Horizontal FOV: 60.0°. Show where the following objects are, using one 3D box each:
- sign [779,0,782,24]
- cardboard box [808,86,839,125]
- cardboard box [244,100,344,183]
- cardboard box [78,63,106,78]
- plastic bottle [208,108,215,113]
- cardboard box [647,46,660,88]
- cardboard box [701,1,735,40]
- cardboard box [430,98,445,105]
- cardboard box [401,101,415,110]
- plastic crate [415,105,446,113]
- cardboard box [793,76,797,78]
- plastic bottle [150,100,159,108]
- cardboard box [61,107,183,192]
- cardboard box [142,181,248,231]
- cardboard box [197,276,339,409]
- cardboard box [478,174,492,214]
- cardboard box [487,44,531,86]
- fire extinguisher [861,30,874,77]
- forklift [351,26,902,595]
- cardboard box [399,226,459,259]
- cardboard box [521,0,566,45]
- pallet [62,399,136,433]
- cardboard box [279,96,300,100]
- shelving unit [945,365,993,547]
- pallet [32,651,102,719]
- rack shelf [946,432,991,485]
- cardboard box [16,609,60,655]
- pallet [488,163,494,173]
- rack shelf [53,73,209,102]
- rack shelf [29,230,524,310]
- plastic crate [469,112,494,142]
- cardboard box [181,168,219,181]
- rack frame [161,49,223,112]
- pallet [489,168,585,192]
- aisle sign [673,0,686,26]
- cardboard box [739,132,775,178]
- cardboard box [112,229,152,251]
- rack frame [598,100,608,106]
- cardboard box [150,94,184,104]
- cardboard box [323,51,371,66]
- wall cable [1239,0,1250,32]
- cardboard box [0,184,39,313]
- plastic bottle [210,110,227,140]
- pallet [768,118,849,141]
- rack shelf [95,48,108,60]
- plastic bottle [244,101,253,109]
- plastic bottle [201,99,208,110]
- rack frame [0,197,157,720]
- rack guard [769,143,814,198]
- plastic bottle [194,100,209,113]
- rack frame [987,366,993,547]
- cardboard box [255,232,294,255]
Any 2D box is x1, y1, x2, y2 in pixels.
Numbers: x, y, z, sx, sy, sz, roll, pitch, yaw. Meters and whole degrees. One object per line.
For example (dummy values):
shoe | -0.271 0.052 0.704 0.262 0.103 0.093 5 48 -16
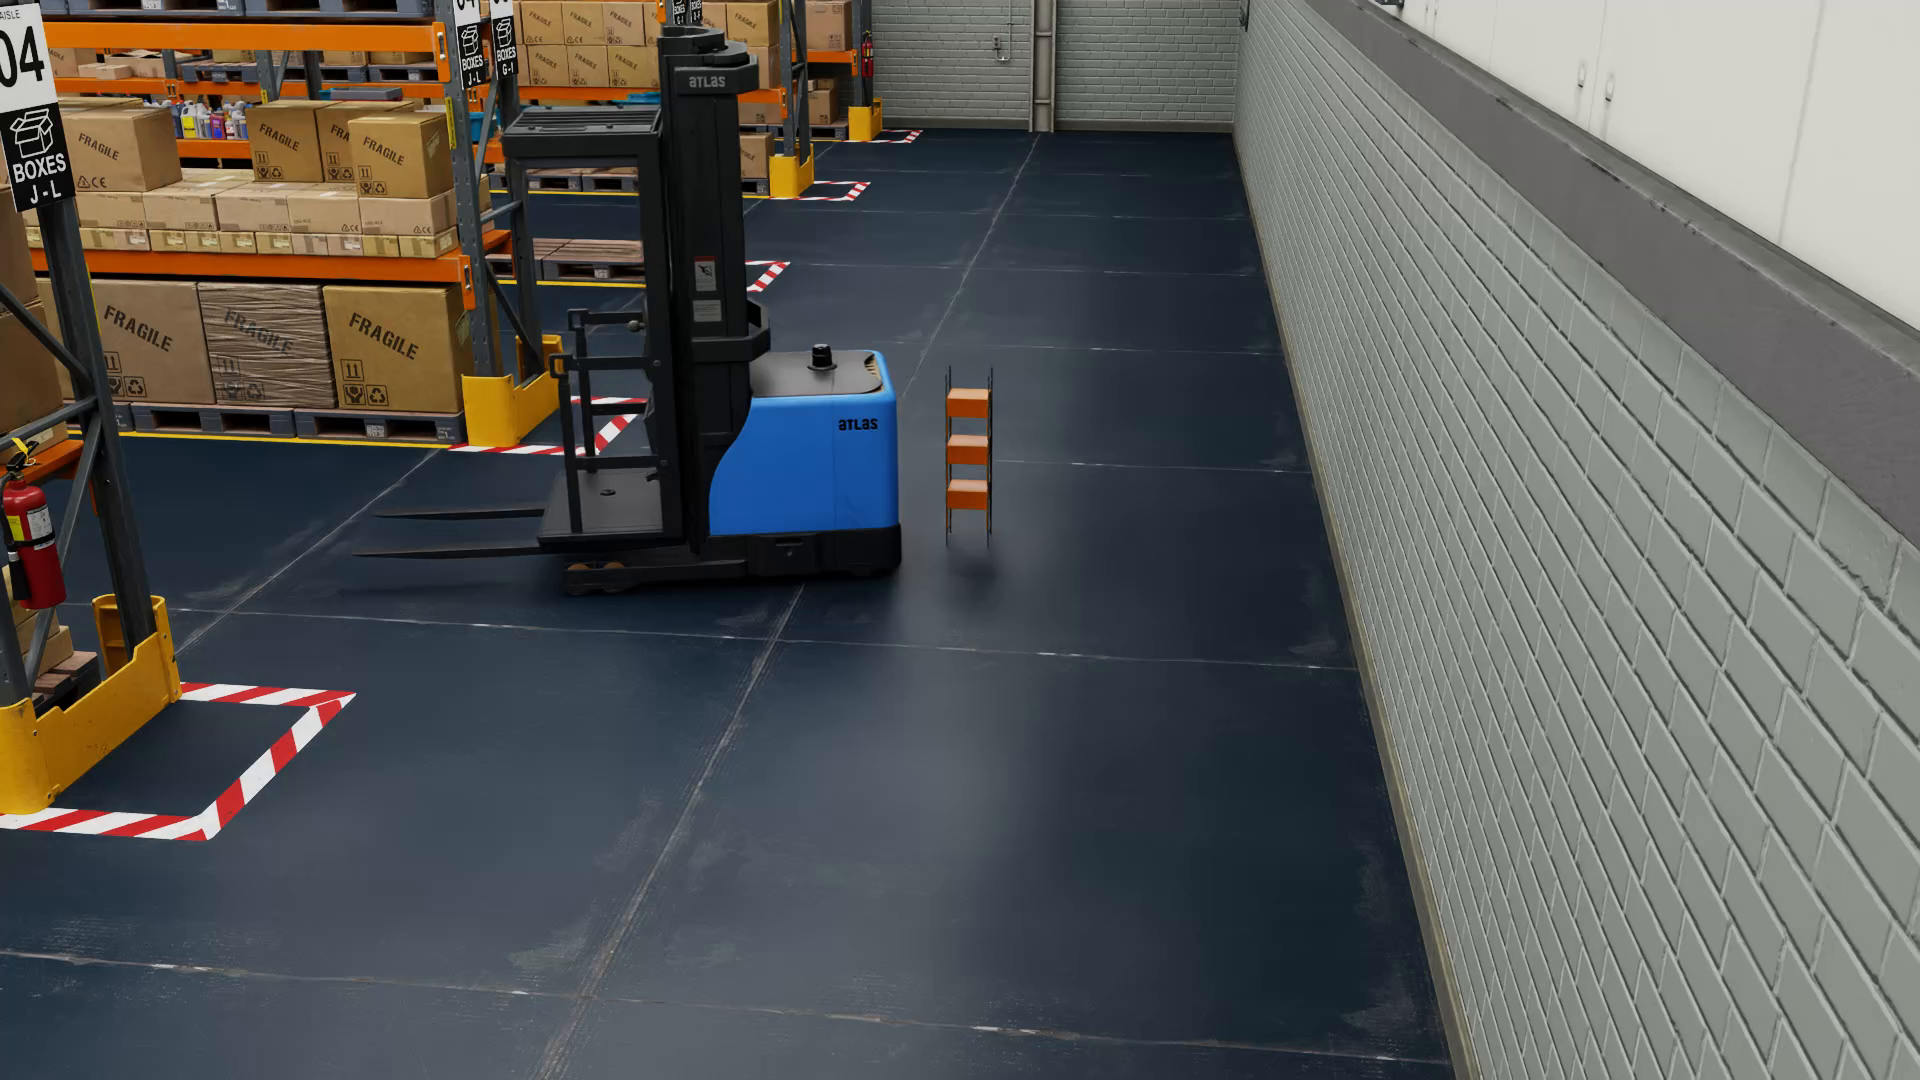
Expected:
sign | -2.147 -6.357 19.936 0.005 0.325 0.100 2 22 6
cardboard box | -2.190 -6.709 25.659 0.500 0.500 0.700 2 22 6
cardboard box | -4.688 -2.836 11.812 0.500 0.500 0.500 2 22 5
cardboard box | -11.280 -6.138 21.727 0.250 0.149 0.380 4 22 10
plastic bottle | -7.705 -4.345 17.119 0.097 0.201 0.097 0 22 0
cardboard box | -3.549 -5.885 20.610 0.500 0.500 0.500 3 22 7
cardboard box | -3.038 -6.326 20.364 0.500 0.500 0.500 3 22 8
cardboard box | -7.843 -7.104 26.183 0.750 0.750 0.750 2 22 6
cardboard box | -7.479 -5.591 21.783 0.500 0.250 0.500 3 22 6
plastic crate | -5.126 -4.078 16.255 0.530 0.282 0.437 2 22 6
cardboard box | -2.545 -7.100 25.765 0.250 0.149 0.380 3 22 6
plastic bottle | -8.298 -4.403 17.172 0.097 0.271 0.097 0 22 0
cardboard box | -5.753 -2.689 11.440 0.500 0.500 0.500 2 22 5
cardboard box | -5.271 -2.315 11.515 0.500 0.250 0.500 3 22 6
cardboard box | -4.780 -1.502 11.978 0.875 0.875 0.875 2 22 6
cardboard box | -3.677 -2.445 11.844 0.500 0.250 0.500 2 22 5
cardboard box | -5.560 -5.972 20.829 0.500 0.500 0.500 3 22 8
fire extinguisher | -1.387 -7.298 24.933 0.183 0.674 0.296 2 22 6
forklift | -1.887 -1.266 9.155 3.031 2.935 1.130 -3 22 -6
cardboard box | -3.624 -2.036 11.350 0.250 0.149 0.380 3 22 7
cardboard box | -5.087 -6.413 20.585 0.500 0.500 0.500 2 22 5
pallet | -6.458 -1.072 12.364 1.213 0.211 1.003 2 22 6
cardboard box | -10.646 -7.148 26.741 0.500 0.500 0.700 2 22 6
shelving unit | 0.053 -0.486 9.741 0.252 1.050 0.215 2 22 6
pallet | -4.794 0.795 7.642 1.213 0.211 1.003 2 22 6
rack shelf | 0.053 -0.476 9.745 0.240 0.259 0.215 2 22 6
cardboard box | -4.406 0.425 7.686 0.250 0.149 0.380 3 22 9
pallet | -6.847 -4.771 21.722 1.213 0.211 1.003 2 22 6
rack shelf | -11.993 -5.972 21.944 4.000 0.370 1.077 2 22 6
rack shelf | -5.218 -2.009 11.920 4.000 0.370 1.077 2 22 6
plastic crate | -4.718 -4.011 16.151 0.300 0.233 0.416 2 22 6
cardboard box | -5.714 -2.532 12.064 0.500 0.250 0.500 3 22 7
rack frame | -10.007 -6.220 21.593 0.127 3.000 1.000 2 22 6
pallet | -5.353 -4.720 21.592 1.213 0.211 1.003 2 22 6
aisle sign | -2.612 -5.164 15.387 0.004 0.787 0.394 2 22 6
cardboard box | -2.631 -4.850 20.928 0.500 0.500 0.500 2 22 6
cardboard box | -5.662 -2.123 11.572 0.250 0.149 0.380 3 22 7
rack frame | -5.455 -7.856 25.730 0.127 3.000 1.000 2 22 6
cardboard box | -12.667 -7.218 26.919 0.500 0.500 0.700 3 22 8
cardboard box | -7.796 -6.343 21.196 0.500 0.500 0.700 -3 22 -7
wall cable | 4.092 -8.653 23.811 0.112 2.526 3.097 2 22 6
cardboard box | -4.330 -1.217 7.037 0.500 0.500 0.500 2 22 6
plastic bottle | -7.286 -4.077 16.330 0.133 0.283 0.061 2 22 6
pallet | -2.286 -6.392 25.820 1.213 0.211 1.003 2 22 6
rack shelf | -15.386 -7.954 26.957 4.000 0.370 1.077 2 22 6
plastic bottle | -7.281 -4.359 17.060 0.097 0.271 0.097 0 22 0
plastic bottle | -7.817 -4.394 17.134 0.133 0.283 0.061 2 22 6
rack frame | -3.916 -0.451 7.000 0.127 3.000 1.000 2 22 6
rack guard | -2.138 -4.715 21.185 0.348 0.500 1.175 2 22 6
plastic bottle | -7.555 -4.189 16.522 0.185 0.351 0.144 2 22 6
rack frame | 0.174 -0.481 9.728 0.008 1.050 0.200 2 22 6
cardboard box | -4.639 -2.079 11.461 0.250 0.149 0.380 2 22 5
